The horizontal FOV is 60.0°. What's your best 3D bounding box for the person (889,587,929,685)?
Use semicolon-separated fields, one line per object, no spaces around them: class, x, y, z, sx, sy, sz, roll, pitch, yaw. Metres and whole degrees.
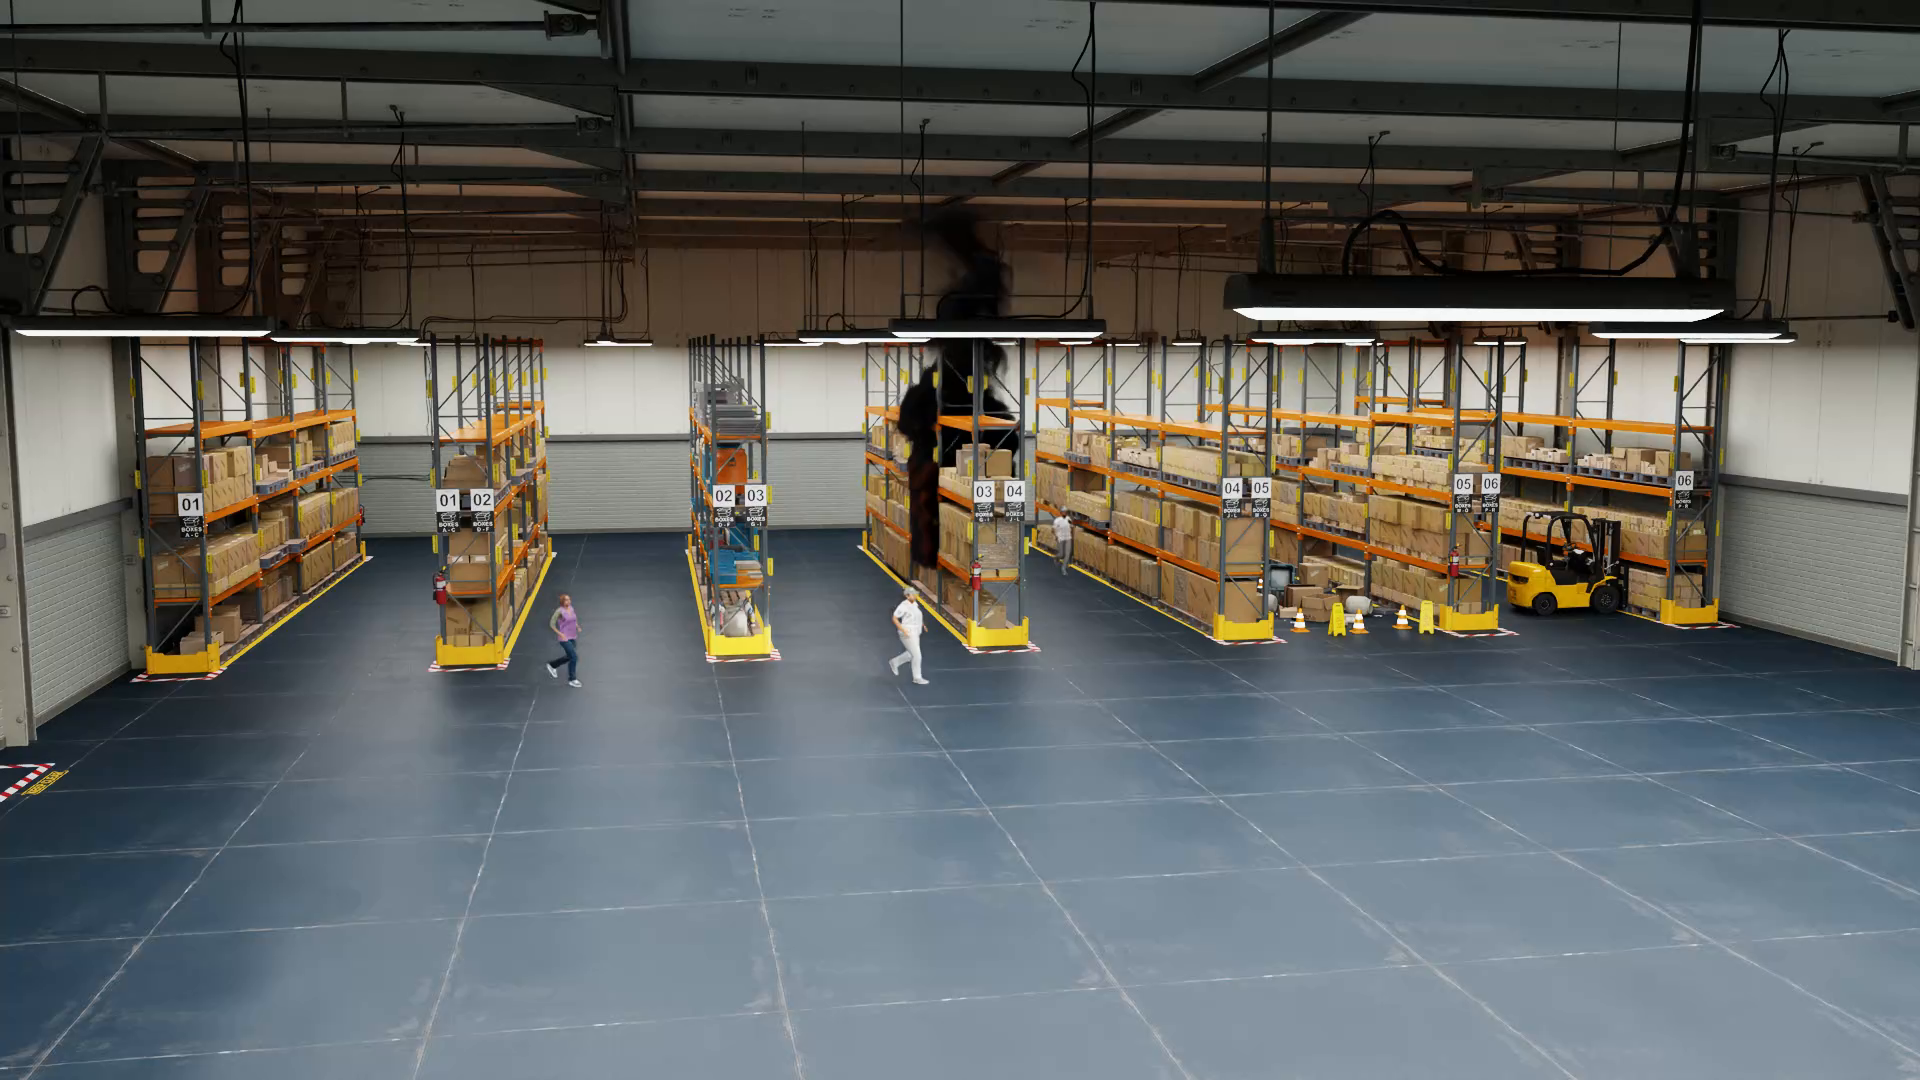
person;-0.881;1.632;28.640;0.804;1.655;0.631;3;7;27

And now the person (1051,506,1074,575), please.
person;2.503;-0.001;40.328;0.575;1.668;0.589;-2;7;-16

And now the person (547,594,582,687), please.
person;-6.775;1.706;28.426;0.683;1.578;0.533;3;7;23

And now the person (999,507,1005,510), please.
person;1.184;-0.521;46.909;0.704;1.777;0.954;-1;7;-12
